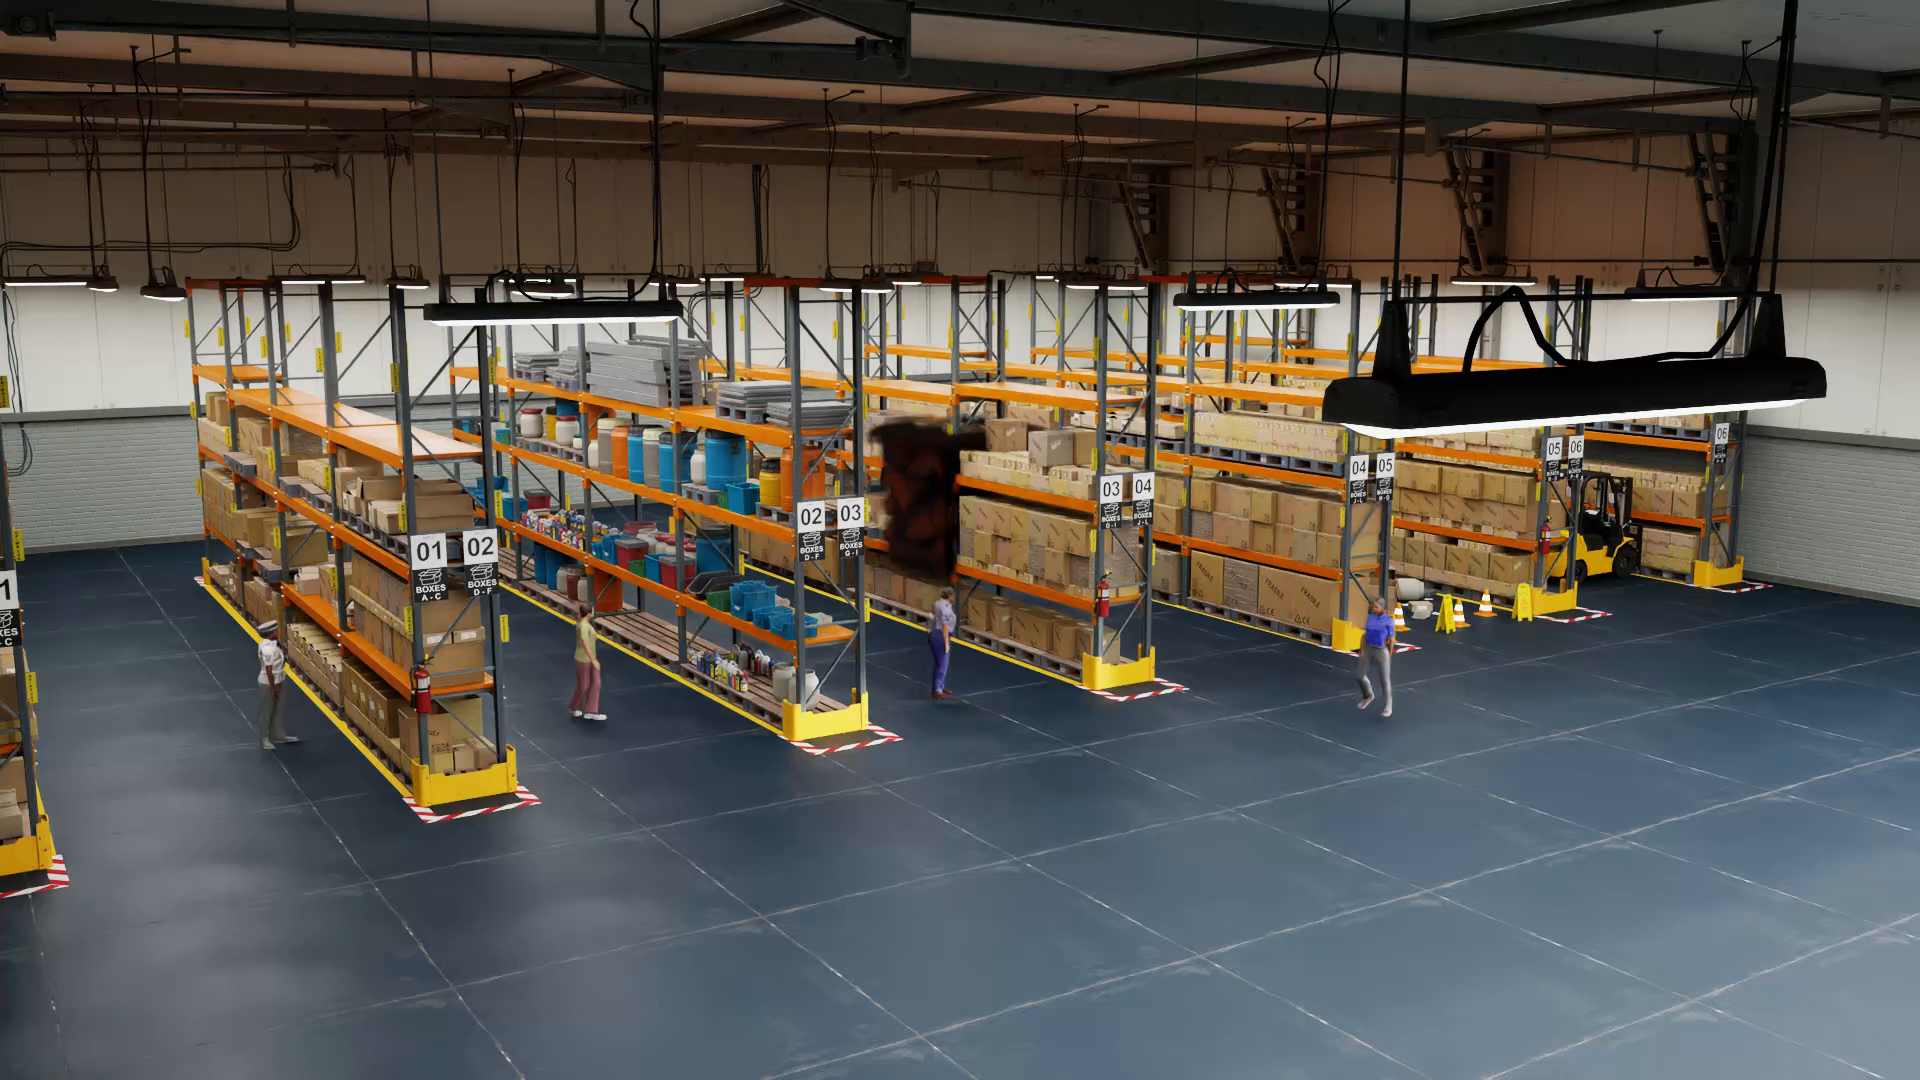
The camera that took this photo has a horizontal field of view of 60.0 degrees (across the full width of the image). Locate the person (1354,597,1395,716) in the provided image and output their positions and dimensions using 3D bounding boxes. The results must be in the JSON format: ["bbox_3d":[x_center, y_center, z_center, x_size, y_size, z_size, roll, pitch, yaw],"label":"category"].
[{"bbox_3d":[5.861,1.614,23.388,0.564,1.675,0.404,8,12,40],"label":"person"}]

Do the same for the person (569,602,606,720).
[{"bbox_3d":[-5.213,1.685,23.072,0.608,1.670,0.448,2,10,11],"label":"person"}]

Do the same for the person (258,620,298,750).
[{"bbox_3d":[-9.013,1.885,21.808,0.430,1.681,0.482,0,10,0],"label":"person"}]

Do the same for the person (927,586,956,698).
[{"bbox_3d":[-0.265,1.484,24.307,0.390,1.658,0.509,-2,10,-13],"label":"person"}]
